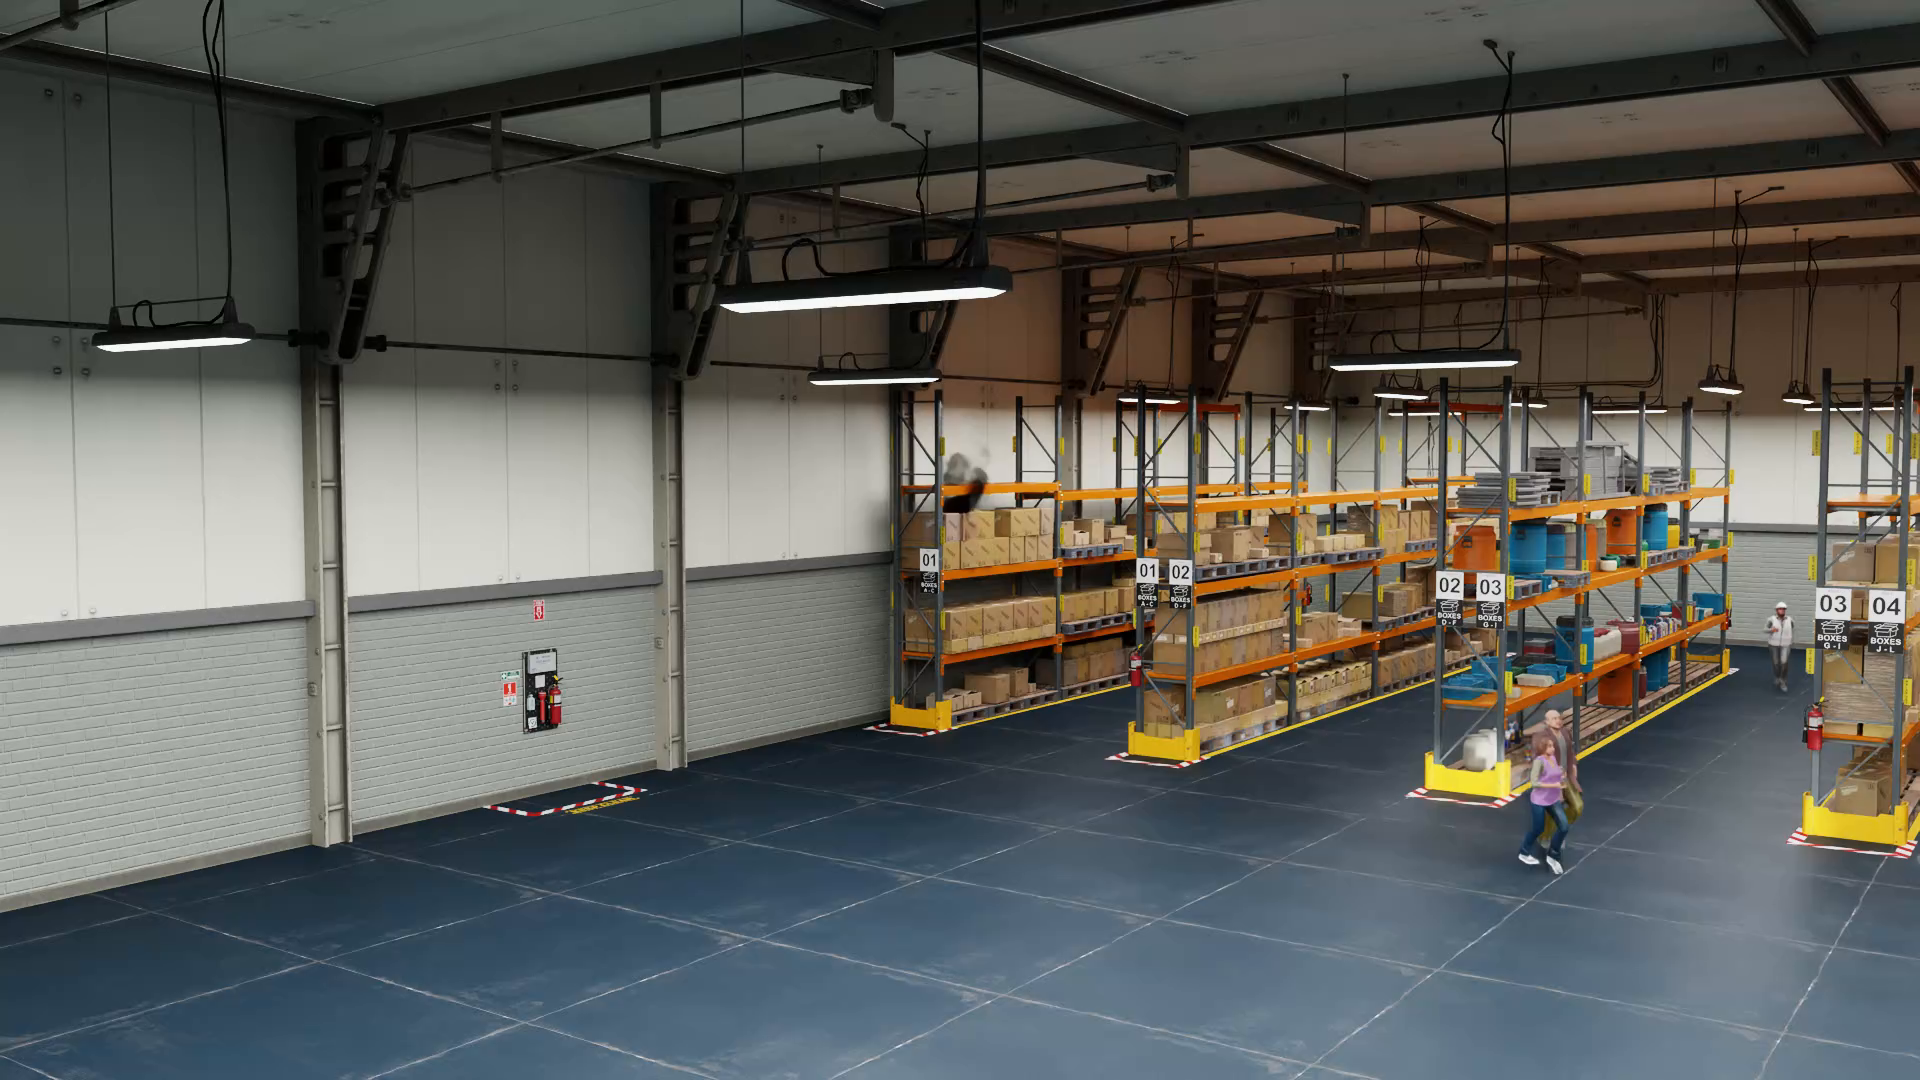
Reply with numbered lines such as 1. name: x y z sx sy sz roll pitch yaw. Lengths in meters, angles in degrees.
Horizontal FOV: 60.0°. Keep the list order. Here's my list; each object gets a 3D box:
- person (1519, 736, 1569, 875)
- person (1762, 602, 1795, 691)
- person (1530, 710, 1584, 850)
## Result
1. person: 6.867 3.109 19.519 0.513 1.634 0.702 -2 4 -29
2. person: 16.912 2.197 34.358 0.626 1.842 0.780 1 3 23
3. person: 7.394 2.970 20.579 0.721 1.740 0.680 -1 3 -17
